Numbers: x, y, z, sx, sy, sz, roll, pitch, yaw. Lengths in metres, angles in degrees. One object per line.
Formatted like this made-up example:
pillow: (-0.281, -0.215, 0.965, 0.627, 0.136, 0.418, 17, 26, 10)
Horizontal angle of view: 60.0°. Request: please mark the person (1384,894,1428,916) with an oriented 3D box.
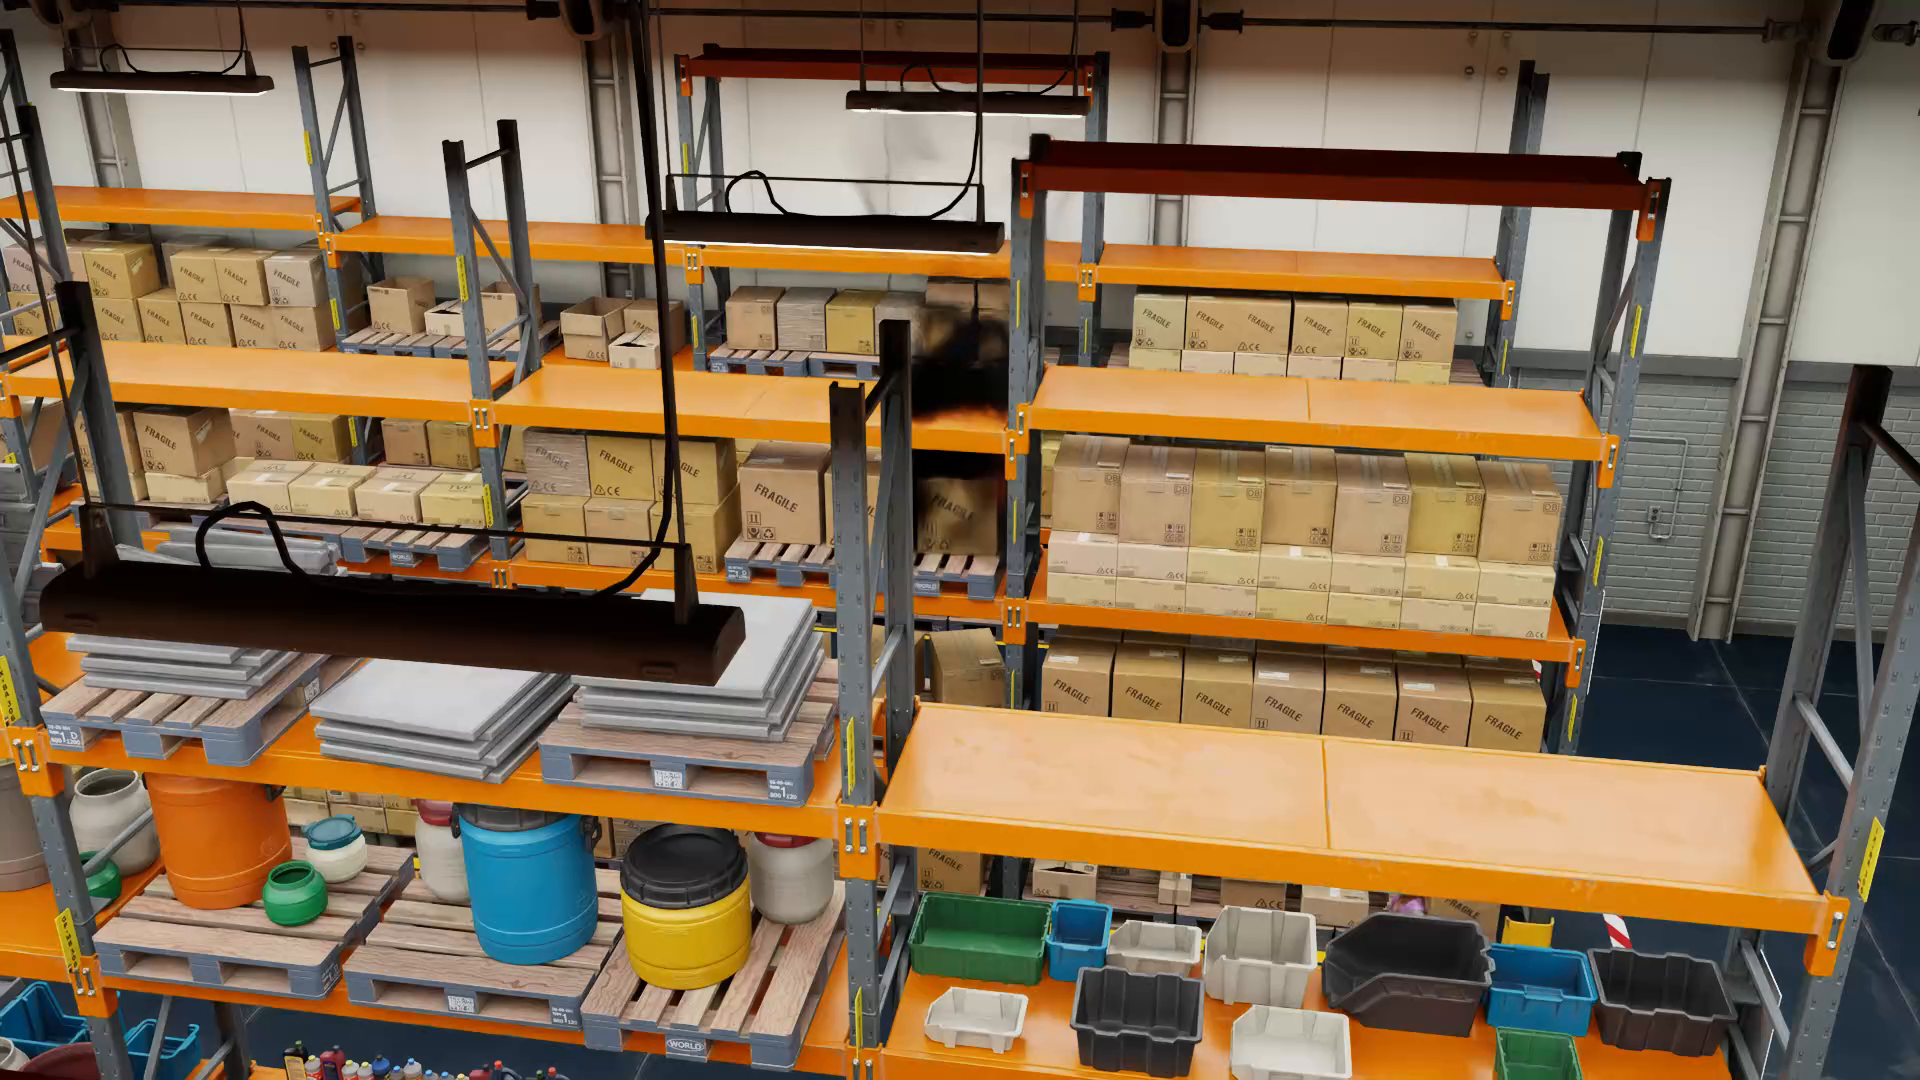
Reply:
person: (2.982, 2.861, 11.173, 0.609, 1.544, 0.524, 0, 23, 0)
